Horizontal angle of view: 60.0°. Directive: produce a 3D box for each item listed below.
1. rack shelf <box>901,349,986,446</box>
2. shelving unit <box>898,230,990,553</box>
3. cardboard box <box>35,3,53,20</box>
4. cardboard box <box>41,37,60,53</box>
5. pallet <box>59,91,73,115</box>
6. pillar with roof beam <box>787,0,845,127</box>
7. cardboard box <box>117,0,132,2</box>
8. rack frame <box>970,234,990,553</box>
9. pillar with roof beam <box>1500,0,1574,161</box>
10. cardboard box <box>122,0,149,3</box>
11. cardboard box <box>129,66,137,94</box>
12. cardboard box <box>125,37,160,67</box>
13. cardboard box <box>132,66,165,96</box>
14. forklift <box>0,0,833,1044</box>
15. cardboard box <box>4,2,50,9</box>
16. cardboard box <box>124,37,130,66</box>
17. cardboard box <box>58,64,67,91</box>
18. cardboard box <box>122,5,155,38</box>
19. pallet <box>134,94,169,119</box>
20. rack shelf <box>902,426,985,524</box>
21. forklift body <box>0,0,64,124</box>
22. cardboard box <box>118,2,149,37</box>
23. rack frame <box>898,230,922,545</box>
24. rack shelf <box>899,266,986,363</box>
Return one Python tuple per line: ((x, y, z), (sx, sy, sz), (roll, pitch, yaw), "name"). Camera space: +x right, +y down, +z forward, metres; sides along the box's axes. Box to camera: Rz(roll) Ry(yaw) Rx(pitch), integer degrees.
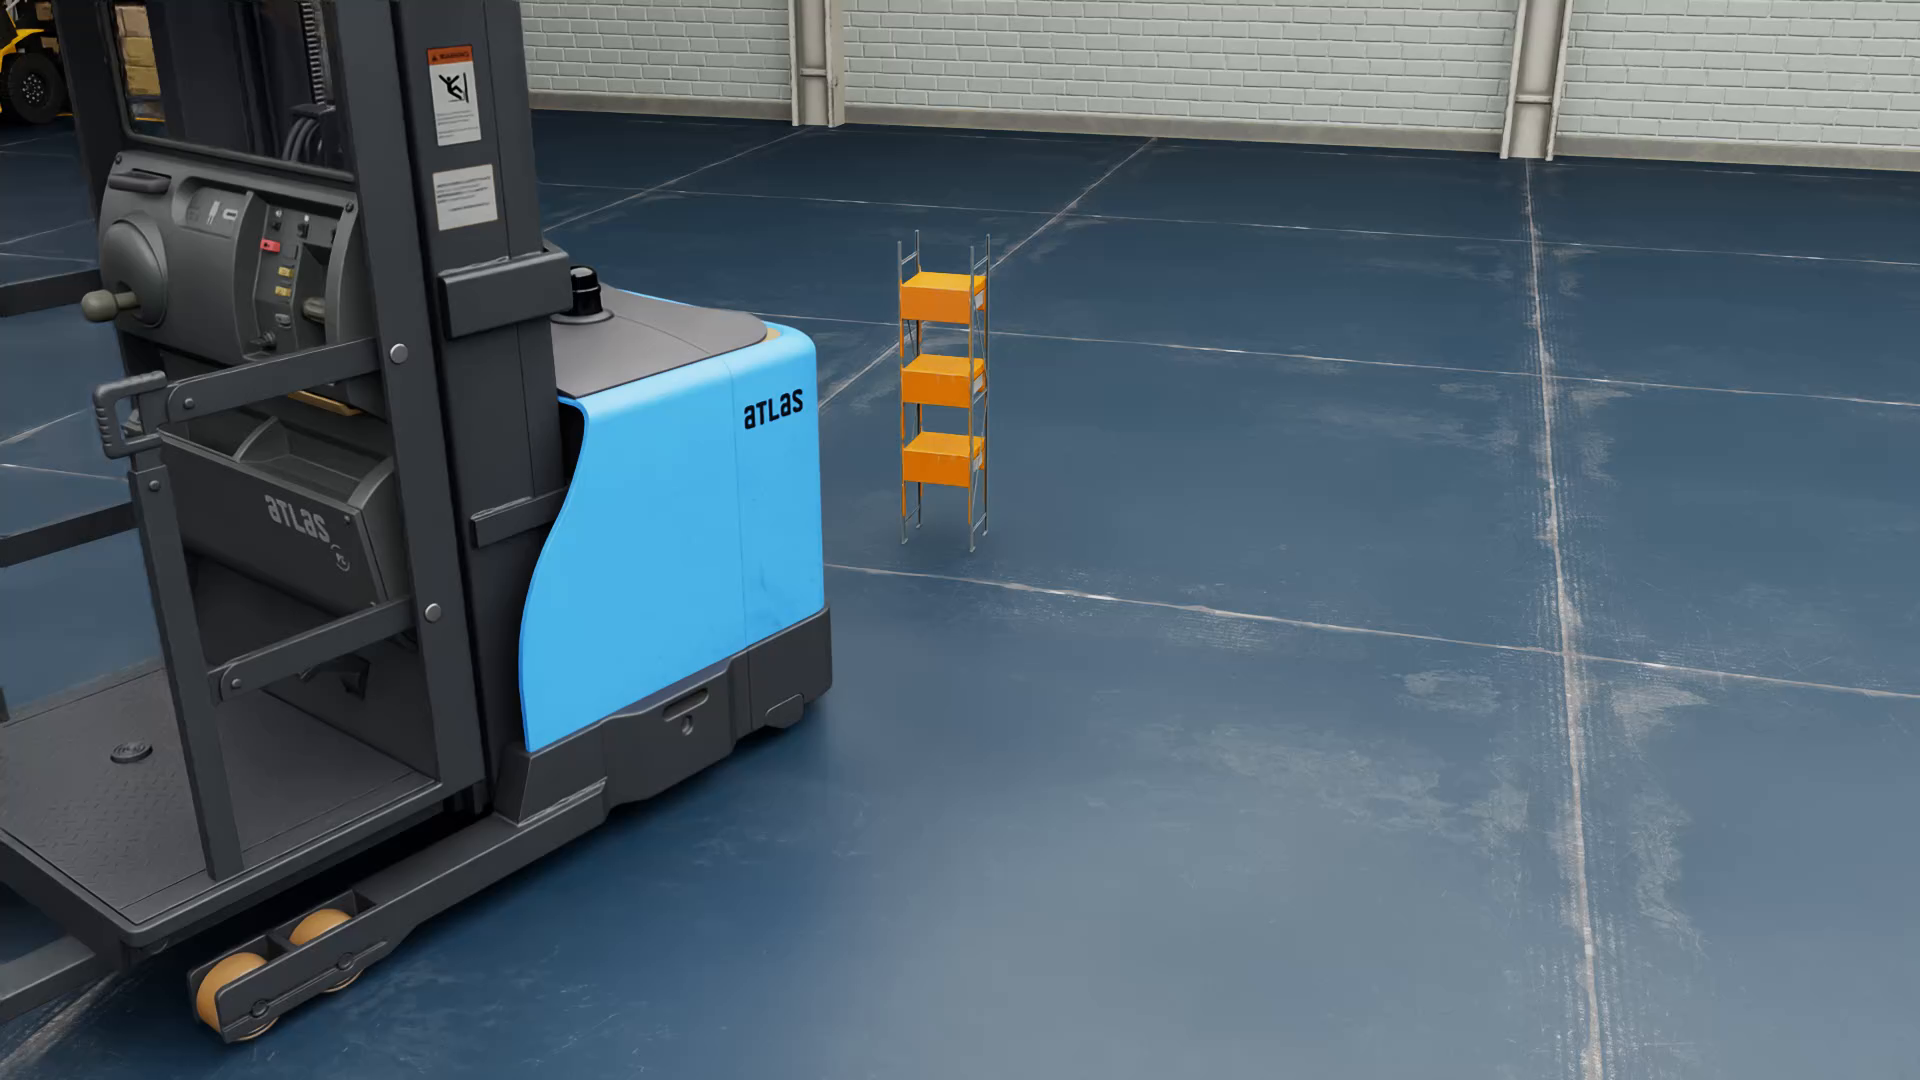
((-0.051, -0.482, 5.589), (0.240, 0.259, 0.215), (7, 23, 16), "rack shelf")
((-0.051, -0.492, 5.585), (0.252, 1.050, 0.215), (7, 23, 16), "shelving unit")
((-8.099, -4.772, 15.203), (0.500, 0.250, 0.500), (7, 23, 16), "cardboard box")
((-8.126, -4.545, 15.310), (0.500, 0.250, 0.500), (6, 23, 14), "cardboard box")
((-8.500, -4.257, 15.871), (1.213, 0.211, 1.003), (7, 23, 15), "pallet")
((-2.497, -6.302, 9.276), (0.400, 9.000, 9.100), (7, 23, 16), "pillar with roof beam")
((-7.952, -4.963, 15.668), (0.500, 0.250, 0.500), (6, 23, 15), "cardboard box")
((0.066, -0.478, 5.552), (0.008, 1.050, 0.200), (7, 23, 16), "rack frame")
((3.247, -5.644, 7.672), (0.400, 9.000, 9.100), (7, 23, 16), "pillar with roof beam")
((-7.477, -4.904, 15.525), (0.500, 0.250, 0.500), (7, 23, 16), "cardboard box")
((-7.606, -4.261, 15.276), (0.500, 0.250, 0.500), (7, 23, 15), "cardboard box")
((-7.148, -4.438, 15.047), (0.500, 0.250, 0.500), (6, 23, 15), "cardboard box")
((-7.133, -4.203, 15.134), (0.500, 0.250, 0.500), (7, 23, 16), "cardboard box")
((-1.656, -0.568, 3.293), (1.130, 2.935, 3.031), (16, 27, 35), "forklift")
((-8.582, -4.830, 15.345), (0.500, 0.250, 0.500), (6, 23, 14), "cardboard box")
((-7.625, -4.497, 15.190), (0.500, 0.250, 0.500), (6, 23, 15), "cardboard box")
((-8.083, -4.319, 15.417), (0.500, 0.250, 0.500), (7, 23, 16), "cardboard box")
((-7.123, -4.666, 14.946), (0.500, 0.250, 0.500), (7, 23, 17), "cardboard box")
((-7.336, -4.123, 15.543), (1.213, 0.211, 1.003), (7, 23, 16), "pallet")
((-0.051, -0.225, 5.695), (0.240, 0.259, 0.215), (7, 23, 16), "rack shelf")
((-8.934, -4.497, 13.898), (1.214, 2.155, 2.313), (7, 23, 16), "forklift body")
((-7.613, -4.720, 15.077), (0.500, 0.250, 0.500), (7, 23, 16), "cardboard box")
((-0.168, -0.505, 5.618), (0.008, 1.050, 0.200), (7, 23, 16), "rack frame")
((-0.051, -0.744, 5.481), (0.240, 0.259, 0.215), (7, 23, 16), "rack shelf")
